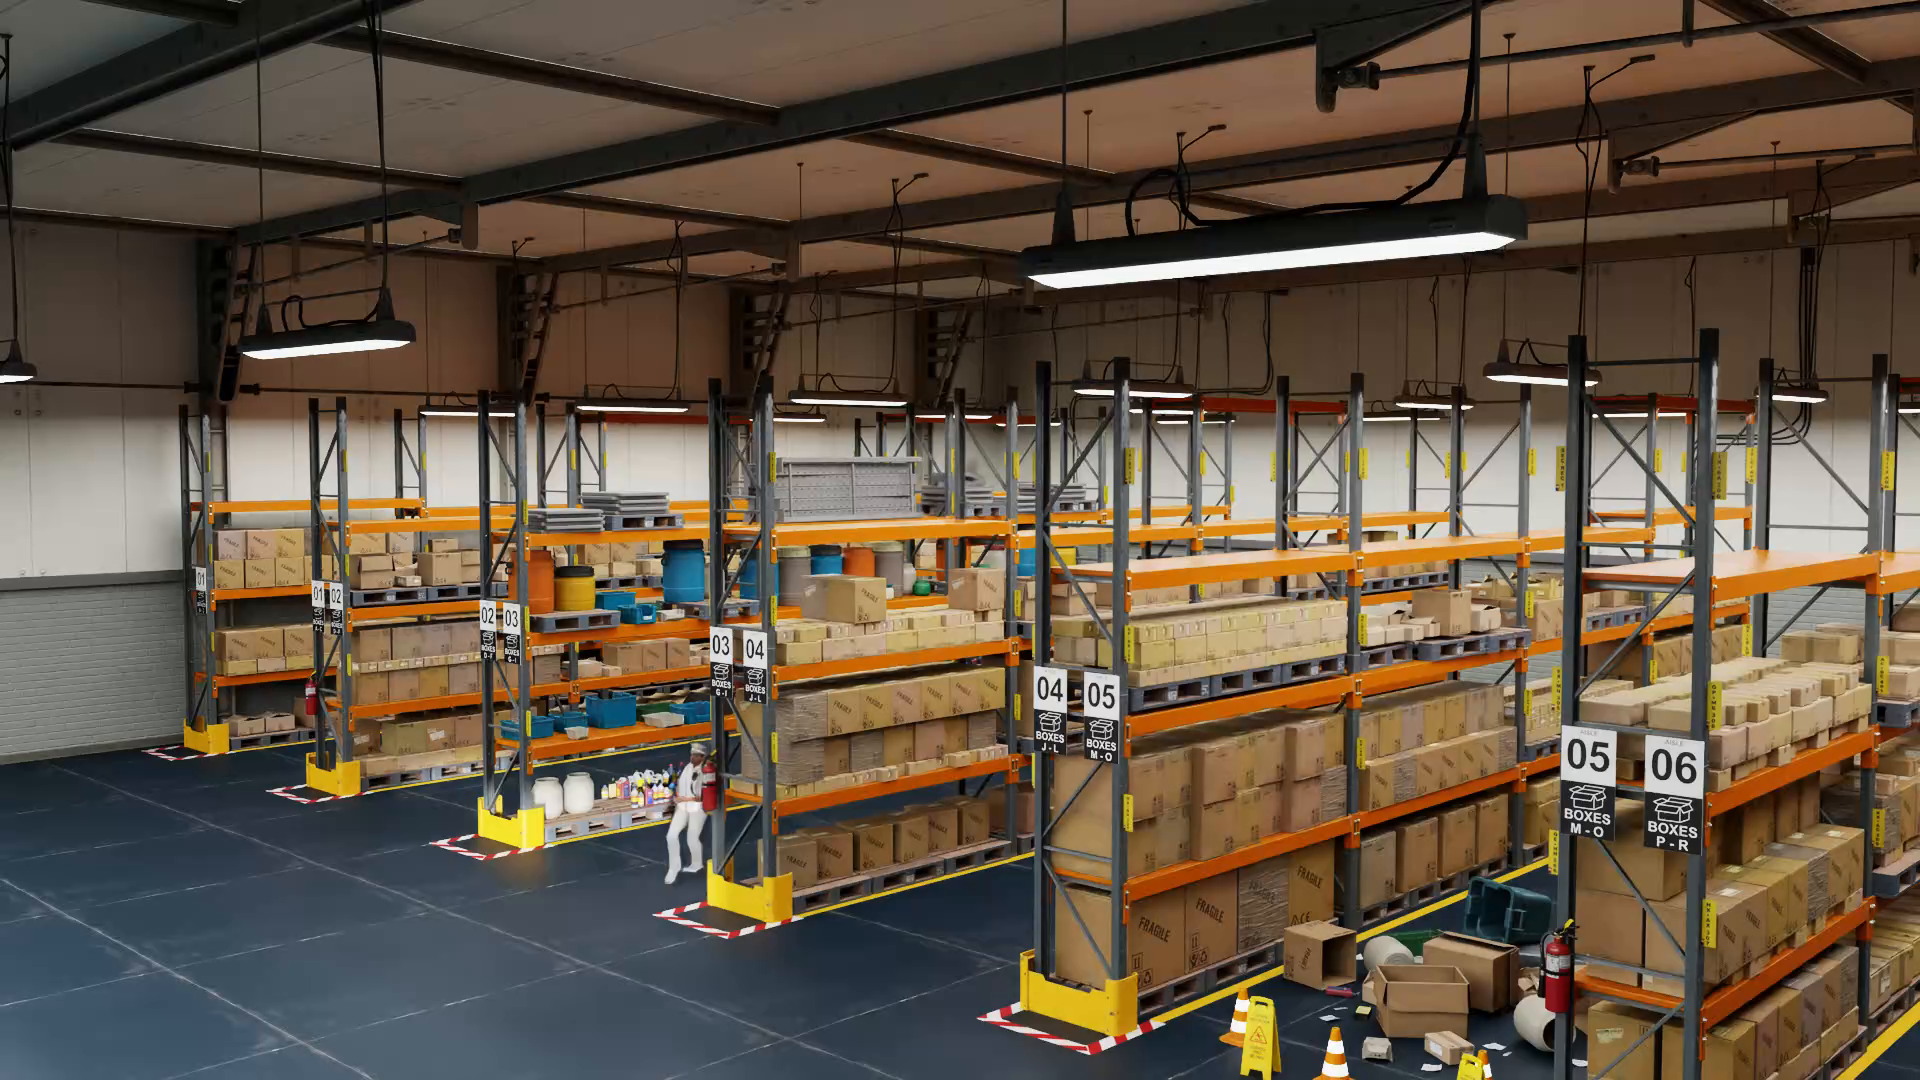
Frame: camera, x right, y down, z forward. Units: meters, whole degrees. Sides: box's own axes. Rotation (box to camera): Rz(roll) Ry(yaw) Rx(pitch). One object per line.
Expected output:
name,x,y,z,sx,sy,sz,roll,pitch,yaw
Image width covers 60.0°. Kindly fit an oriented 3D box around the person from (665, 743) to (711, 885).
person,-3.212,3.271,20.043,0.549,1.695,0.677,2,3,28
